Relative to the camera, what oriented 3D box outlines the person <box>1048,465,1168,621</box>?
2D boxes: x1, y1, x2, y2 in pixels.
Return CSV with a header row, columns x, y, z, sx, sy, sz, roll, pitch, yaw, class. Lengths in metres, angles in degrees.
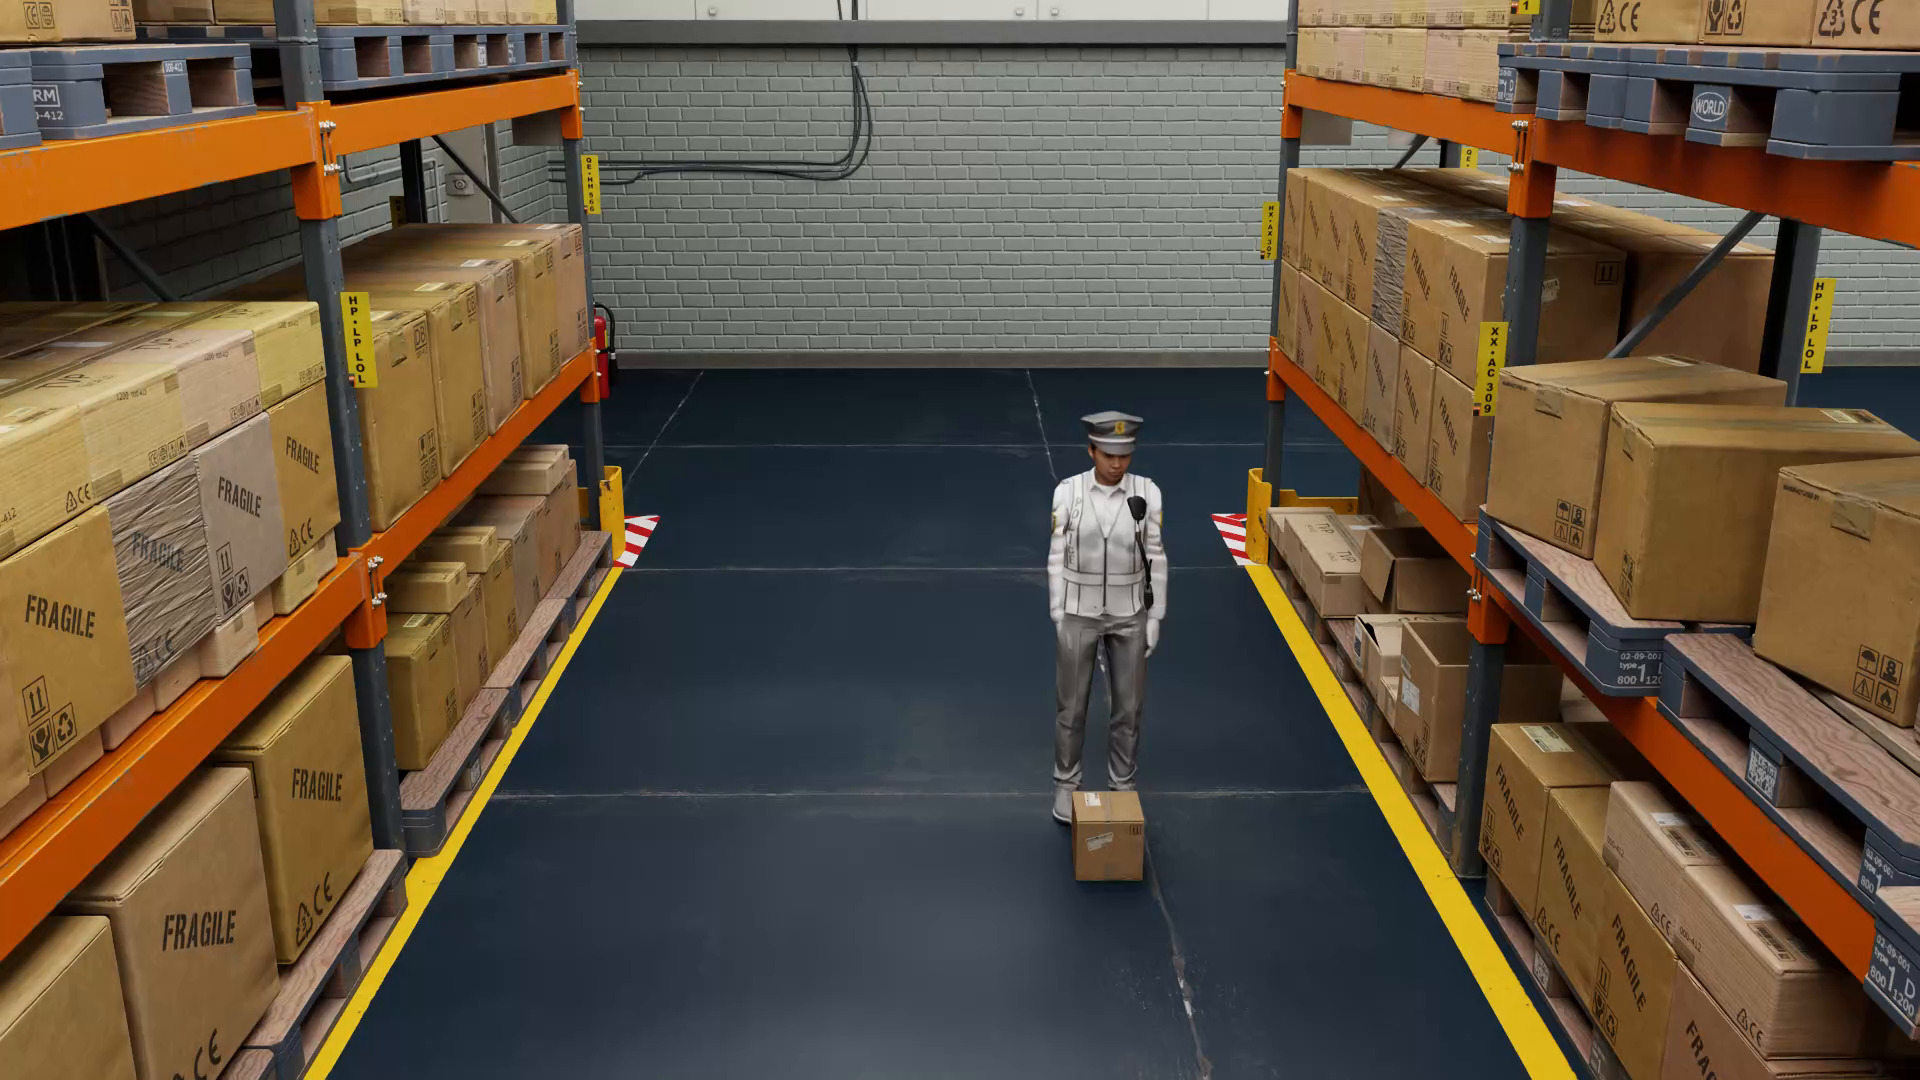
x,y,z,sx,sy,sz,roll,pitch,yaw,class
0.578,0.020,6.461,0.469,0.608,0.312,0,17,0,person
